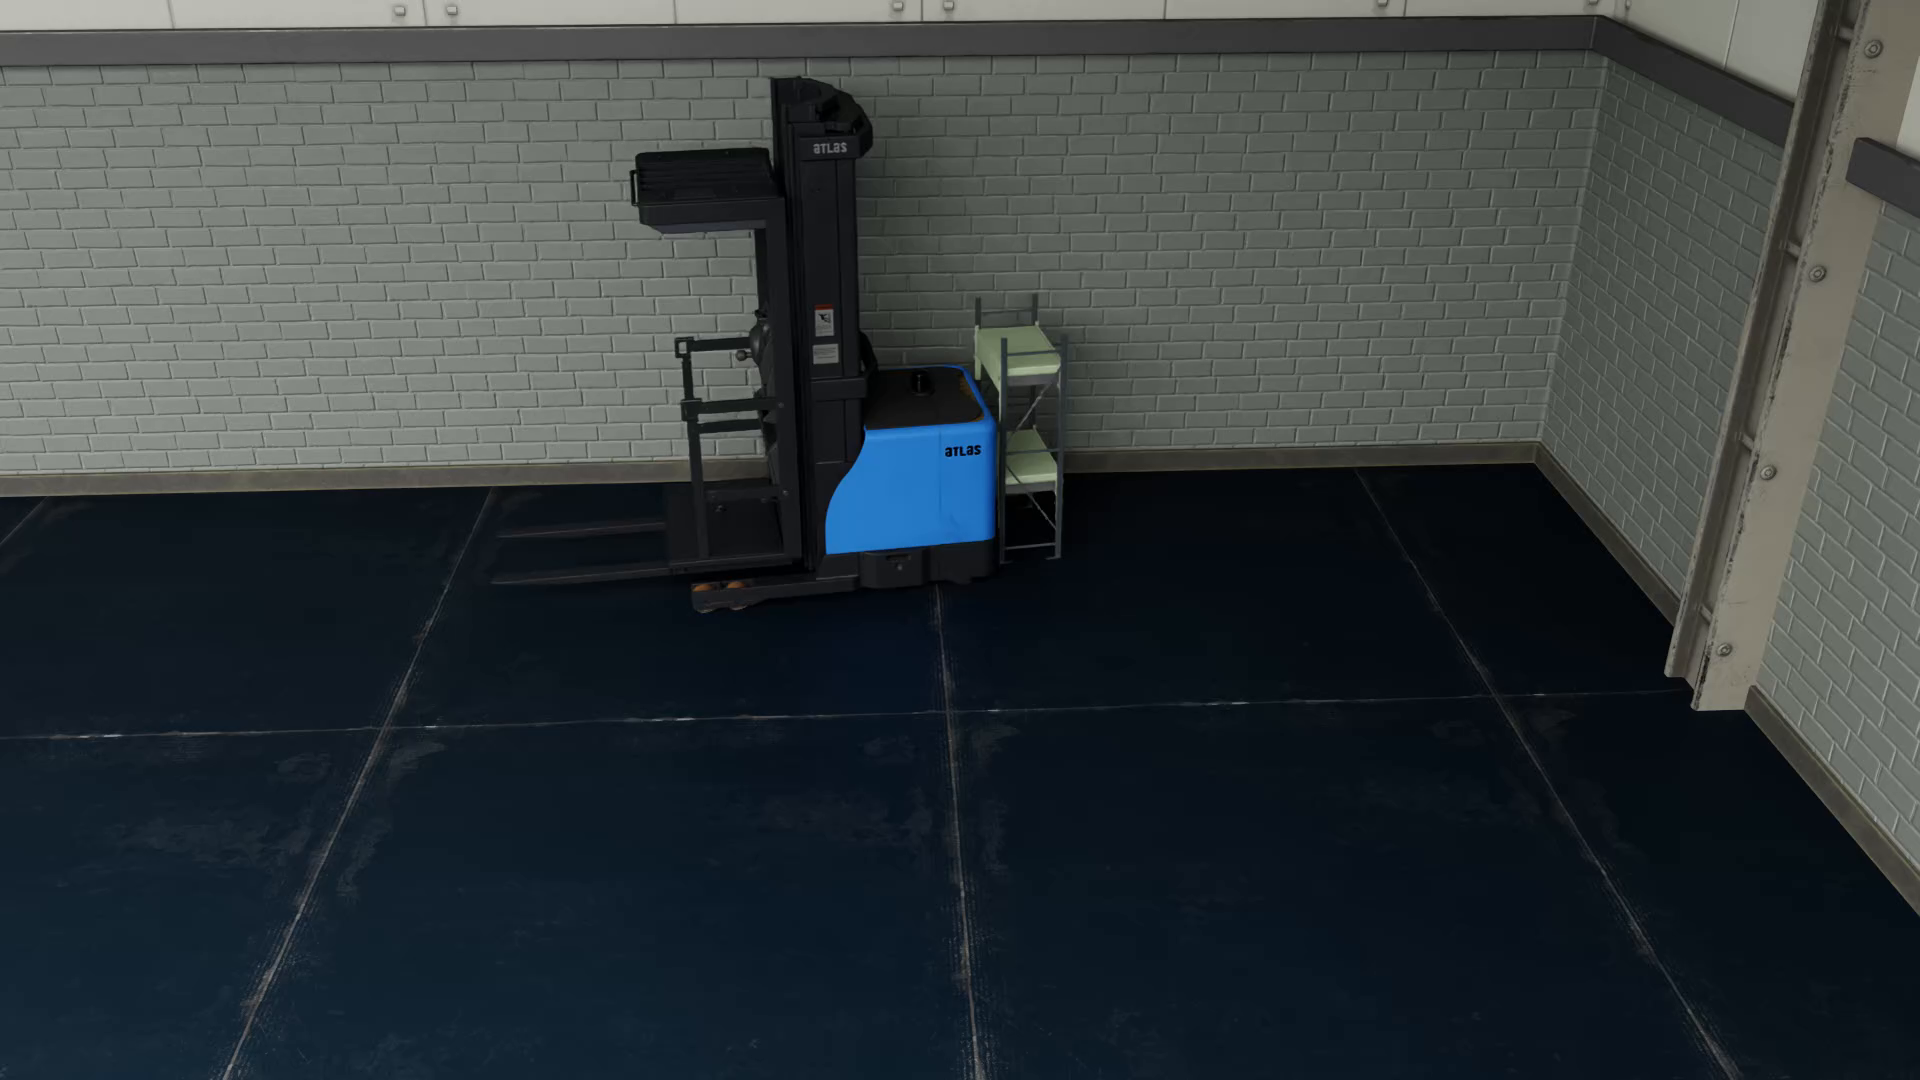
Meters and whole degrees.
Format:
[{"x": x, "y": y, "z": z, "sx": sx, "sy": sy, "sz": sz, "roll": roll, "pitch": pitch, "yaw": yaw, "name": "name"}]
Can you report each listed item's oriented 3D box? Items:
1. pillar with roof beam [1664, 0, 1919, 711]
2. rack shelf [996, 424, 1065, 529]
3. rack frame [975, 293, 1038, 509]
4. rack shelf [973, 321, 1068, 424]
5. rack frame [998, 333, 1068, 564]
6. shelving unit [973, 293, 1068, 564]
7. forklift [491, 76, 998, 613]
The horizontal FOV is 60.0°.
[{"x": -0.188, "y": -3.059, "z": 6.885, "sx": 9.100, "sy": 9.000, "sz": 0.400, "roll": -1, "pitch": 28, "yaw": -3, "name": "pillar with roof beam"}, {"x": 0.367, "y": -0.413, "z": 10.624, "sx": 0.431, "sy": 0.370, "sz": 0.720, "roll": -5, "pitch": 28, "yaw": -10, "name": "rack shelf"}, {"x": 0.294, "y": -0.868, "z": 10.792, "sx": 0.400, "sy": 1.500, "sz": 0.023, "roll": -5, "pitch": 28, "yaw": -10, "name": "rack frame"}, {"x": 0.367, "y": -1.048, "z": 10.293, "sx": 0.431, "sy": 0.370, "sz": 0.720, "roll": -5, "pitch": 28, "yaw": -10, "name": "rack shelf"}, {"x": 0.440, "y": -0.536, "z": 10.156, "sx": 0.400, "sy": 1.500, "sz": 0.023, "roll": -5, "pitch": 28, "yaw": -10, "name": "rack frame"}, {"x": 0.367, "y": -0.702, "z": 10.474, "sx": 0.431, "sy": 1.500, "sz": 0.755, "roll": -5, "pitch": 28, "yaw": -10, "name": "shelving unit"}, {"x": -1.336, "y": -1.131, "z": 9.749, "sx": 3.031, "sy": 2.935, "sz": 1.130, "roll": -5, "pitch": 28, "yaw": -9, "name": "forklift"}]
